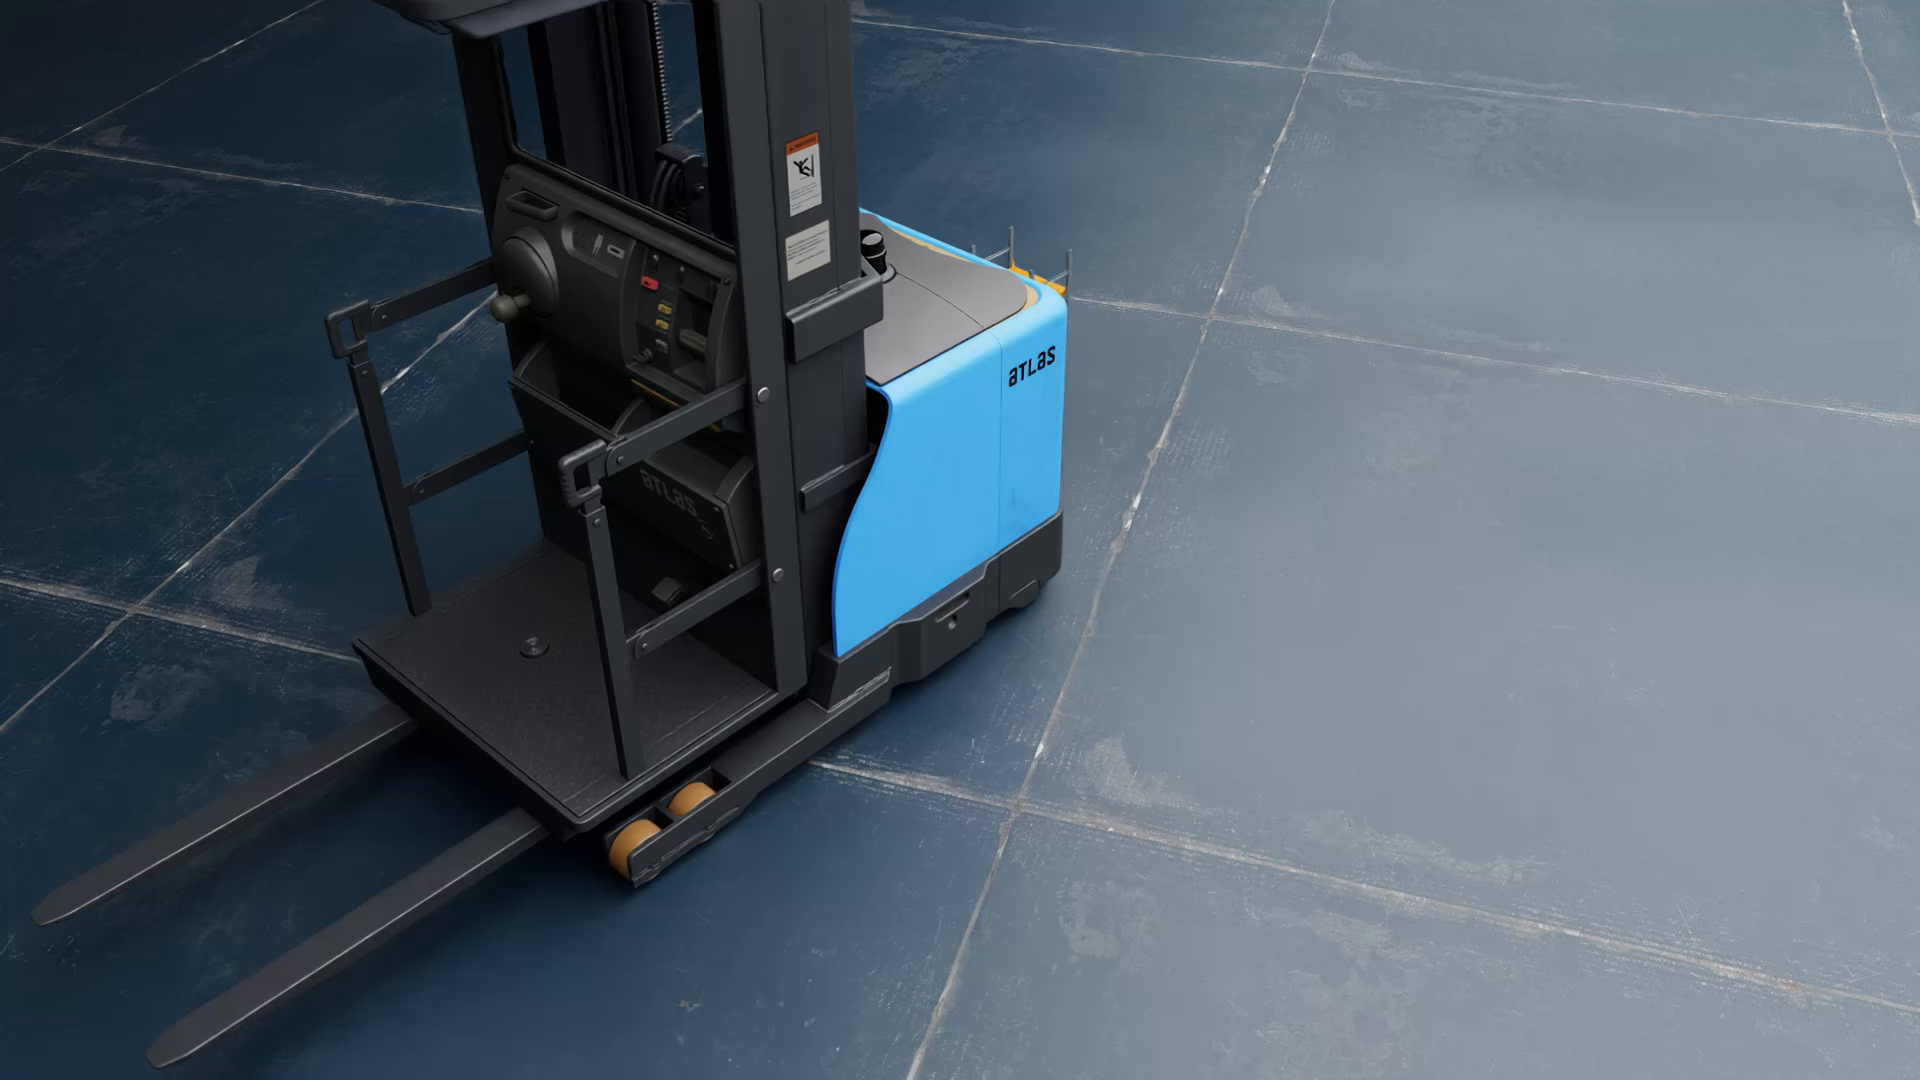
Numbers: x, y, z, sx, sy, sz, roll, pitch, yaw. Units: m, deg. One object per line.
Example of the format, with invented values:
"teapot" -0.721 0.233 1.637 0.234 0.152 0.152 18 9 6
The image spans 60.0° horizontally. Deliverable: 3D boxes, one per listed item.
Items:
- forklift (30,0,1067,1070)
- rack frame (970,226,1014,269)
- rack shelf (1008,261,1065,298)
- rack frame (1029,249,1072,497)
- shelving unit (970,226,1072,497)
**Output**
"forklift" -1.033 -0.600 4.092 1.130 2.935 3.031 29 45 33
"rack frame" 0.102 -0.543 5.602 0.008 1.050 0.200 29 45 33
"rack shelf" 0.192 -0.714 5.374 0.240 0.259 0.215 29 45 33
"rack frame" 0.281 -0.445 5.469 0.008 1.050 0.200 29 45 33
"shelving unit" 0.192 -0.494 5.535 0.252 1.050 0.215 29 45 33
